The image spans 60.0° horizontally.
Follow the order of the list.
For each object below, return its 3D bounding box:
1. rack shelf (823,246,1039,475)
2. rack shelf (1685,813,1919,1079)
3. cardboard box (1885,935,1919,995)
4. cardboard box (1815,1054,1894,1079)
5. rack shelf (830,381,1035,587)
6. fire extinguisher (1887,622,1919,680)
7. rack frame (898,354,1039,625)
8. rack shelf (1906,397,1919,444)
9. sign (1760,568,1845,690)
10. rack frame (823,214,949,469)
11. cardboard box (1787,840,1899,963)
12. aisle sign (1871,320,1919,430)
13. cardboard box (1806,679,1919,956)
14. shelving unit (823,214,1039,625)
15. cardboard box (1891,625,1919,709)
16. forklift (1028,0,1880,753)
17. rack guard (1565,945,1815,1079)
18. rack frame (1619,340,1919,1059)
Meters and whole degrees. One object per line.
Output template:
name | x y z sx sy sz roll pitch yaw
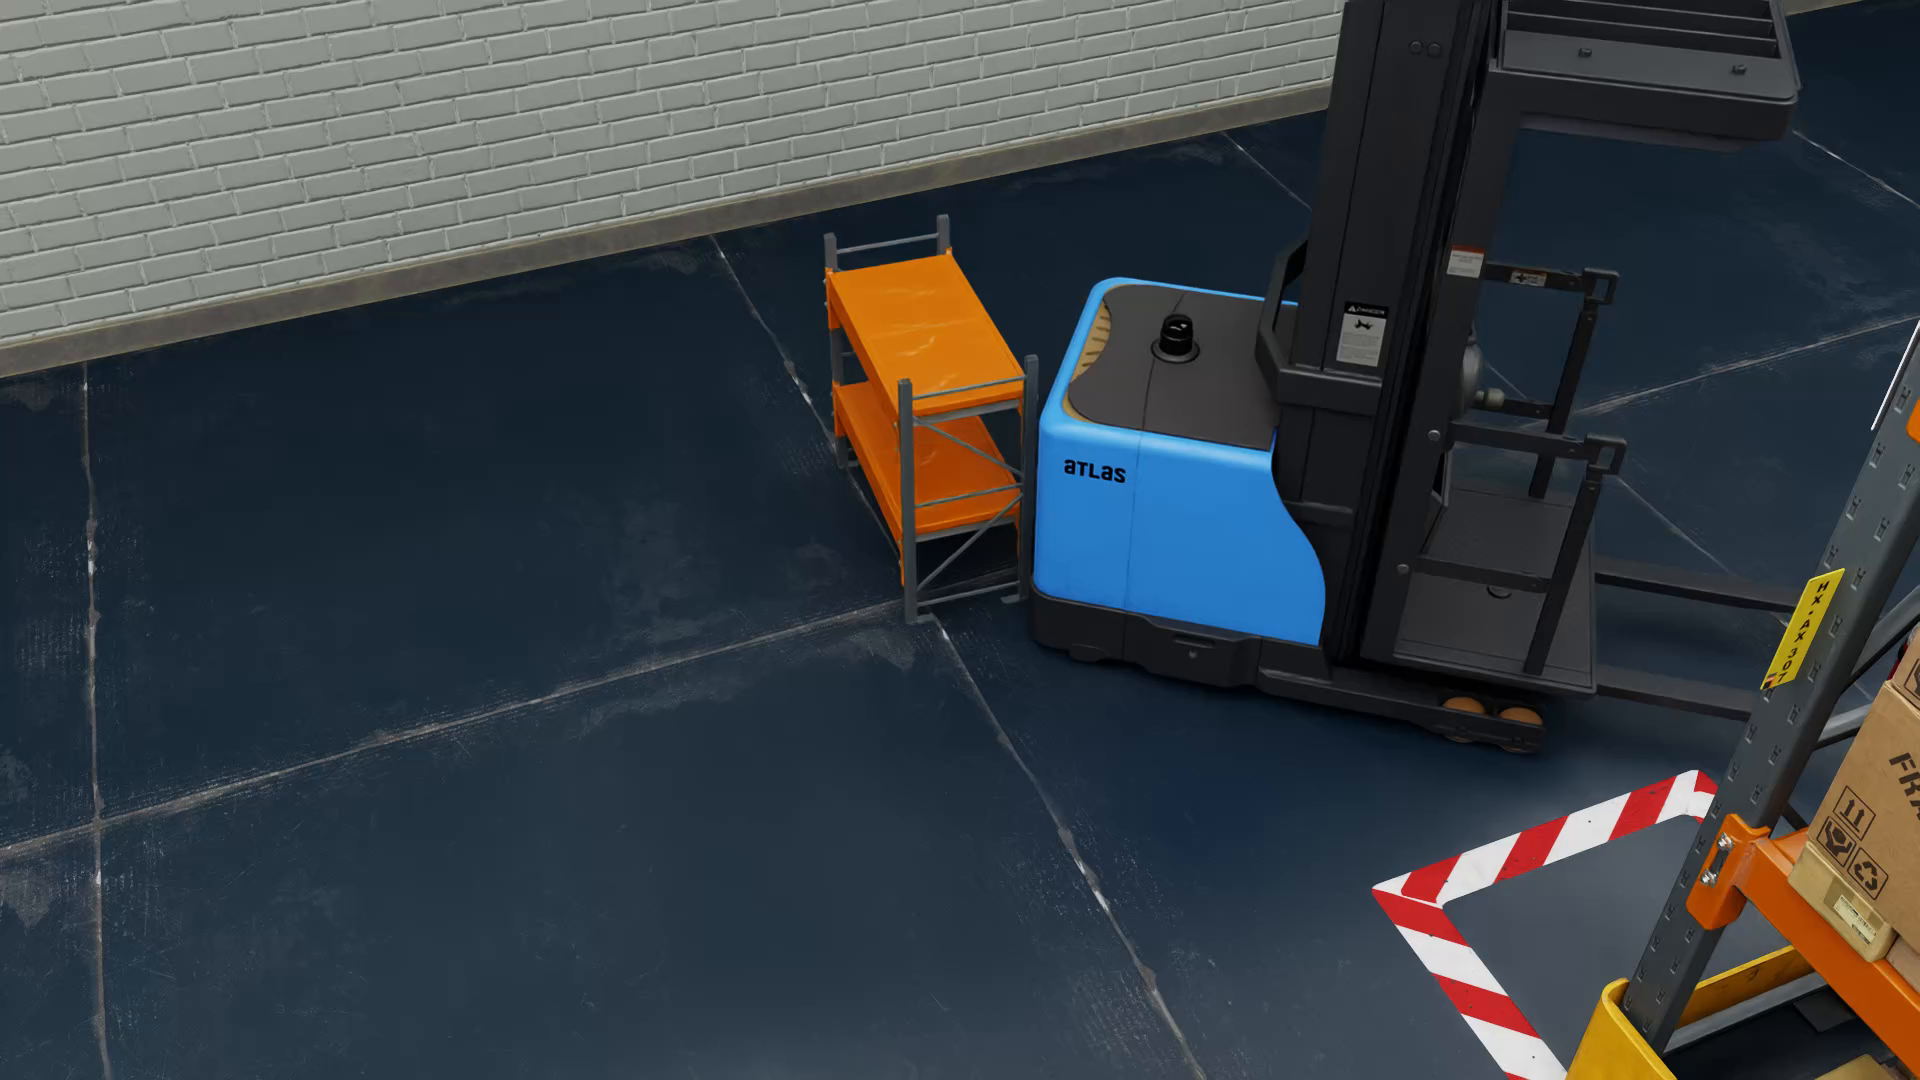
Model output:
rack shelf | -0.127 -0.697 6.248 0.538 0.278 1.000 -12 42 -14
rack shelf | 3.070 1.864 2.833 1.077 0.370 4.000 -15 43 -17
cardboard box | 2.262 0.902 3.593 0.380 0.149 0.250 -14 43 -15
cardboard box | 2.192 1.483 4.133 0.380 0.149 0.250 -17 44 -19
rack shelf | -0.127 -0.289 6.599 0.538 0.278 1.000 -12 42 -14
fire extinguisher | 2.635 0.291 4.457 0.296 0.674 0.183 -15 43 -17
rack frame | 0.030 -0.159 6.073 0.500 1.125 0.032 -12 42 -14
rack shelf | 3.070 0.727 1.855 1.077 0.370 4.000 -15 43 -17
sign | 1.804 0.194 3.560 0.100 0.325 0.005 -15 43 -17
rack frame | -0.284 -0.790 6.806 0.500 1.125 0.032 -12 42 -14
cardboard box | 2.126 0.759 3.760 0.380 0.149 0.250 -15 43 -17
aisle sign | 2.000 -0.568 3.116 0.394 0.787 0.004 -15 43 -17
cardboard box | 2.222 0.575 3.475 0.500 0.500 0.500 -13 42 -15
shelving unit | -0.127 -0.475 6.439 0.538 1.125 1.048 -12 42 -14
cardboard box | 2.232 0.194 3.153 0.500 0.500 0.500 -15 43 -17
forklift | 1.830 -0.745 5.369 3.031 2.935 1.130 10 42 12
rack guard | 2.334 1.380 4.761 1.175 0.500 0.348 -15 43 -17
rack frame | 2.305 0.387 4.000 1.000 3.000 0.127 -15 43 -17
